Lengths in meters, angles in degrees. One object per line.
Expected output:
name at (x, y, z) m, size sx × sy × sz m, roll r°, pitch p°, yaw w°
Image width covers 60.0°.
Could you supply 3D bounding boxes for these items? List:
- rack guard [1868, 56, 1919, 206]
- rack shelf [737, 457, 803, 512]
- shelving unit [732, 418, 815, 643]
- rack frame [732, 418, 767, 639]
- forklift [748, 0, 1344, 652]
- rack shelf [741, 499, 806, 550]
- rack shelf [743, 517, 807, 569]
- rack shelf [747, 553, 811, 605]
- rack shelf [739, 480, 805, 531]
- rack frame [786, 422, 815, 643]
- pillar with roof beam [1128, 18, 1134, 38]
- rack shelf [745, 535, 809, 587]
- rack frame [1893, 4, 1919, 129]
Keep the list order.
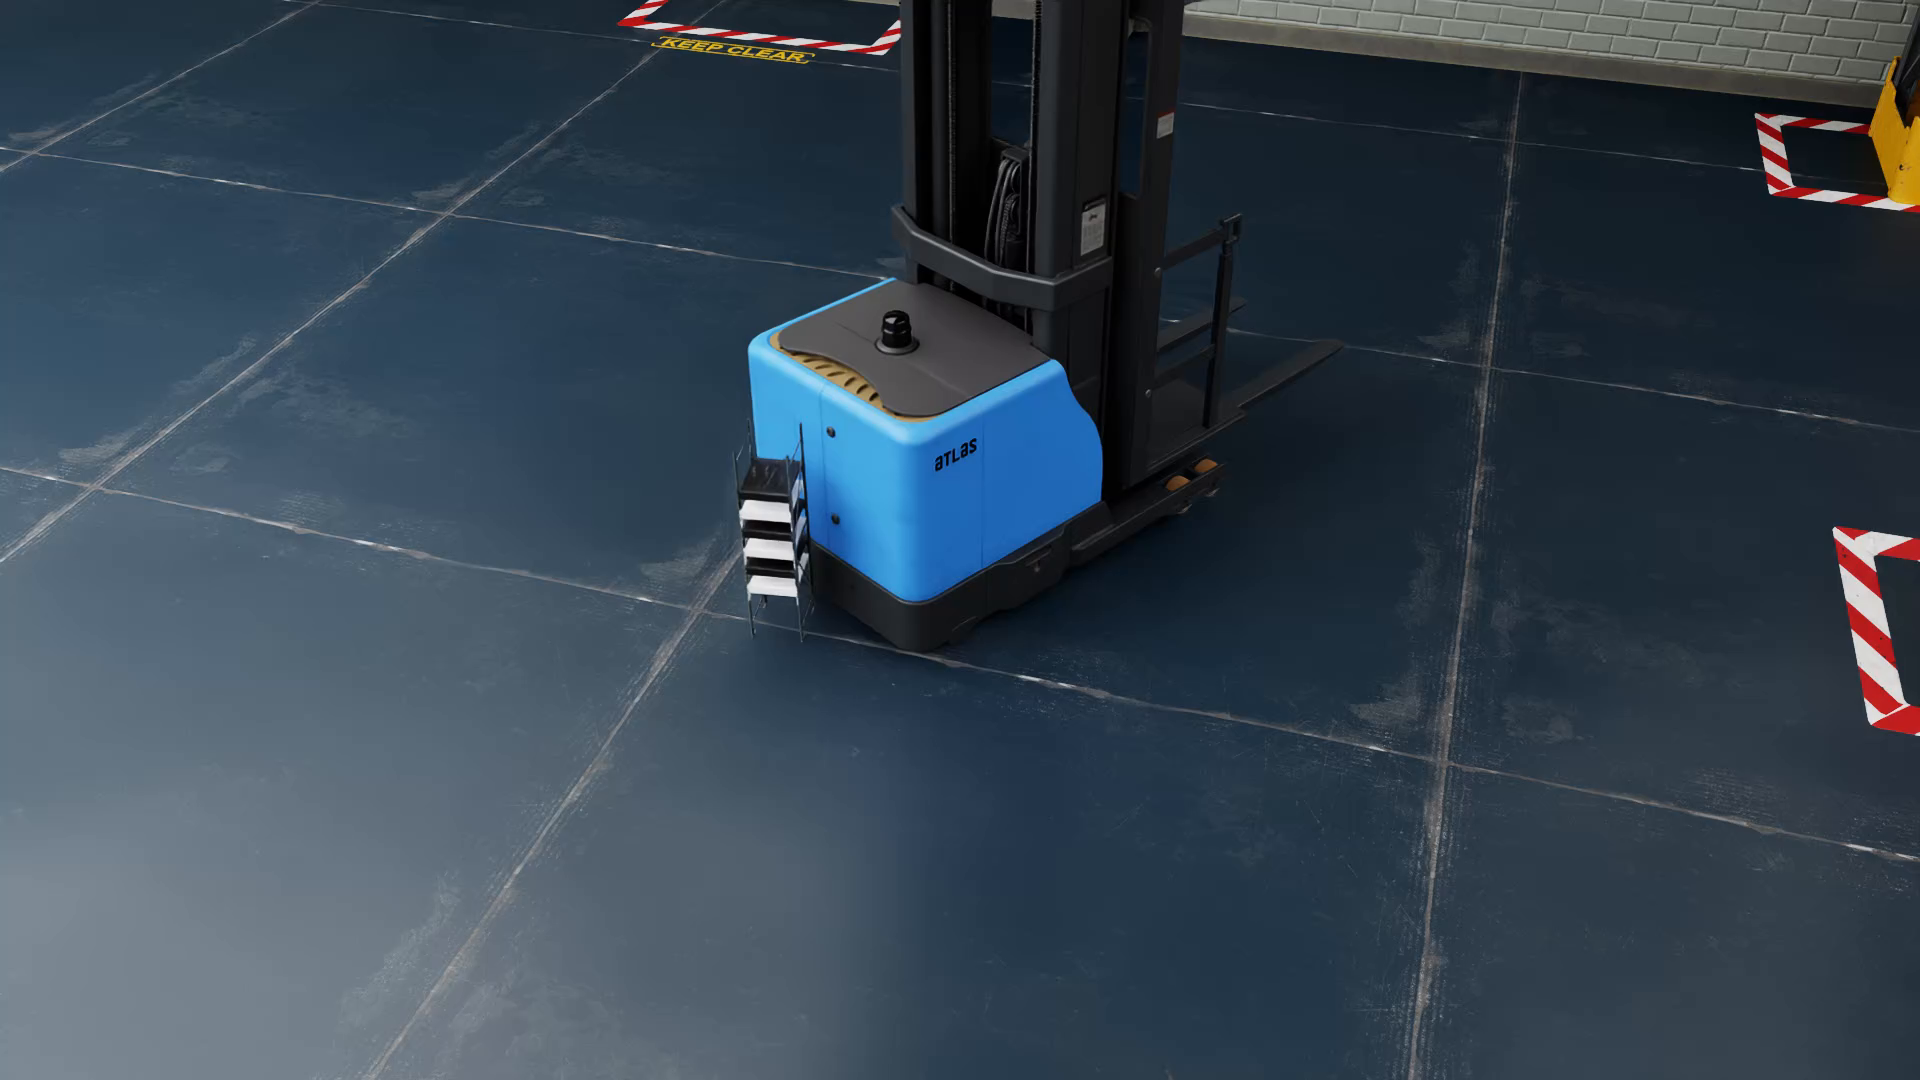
rack guard at (5.943, -2.536, 10.274) m, size 0.348 × 0.500 × 1.175 m, roll 10°, pitch 38°, yaw 14°
rack shelf at (-0.723, -0.217, 6.384) m, size 0.200 × 0.077 × 0.258 m, roll 5°, pitch 37°, yaw 7°
shelving unit at (-0.722, -0.026, 6.525) m, size 0.210 × 0.900 × 0.258 m, roll 5°, pitch 37°, yaw 7°
rack frame at (-0.822, -0.035, 6.537) m, size 0.006 × 0.900 × 0.240 m, roll 5°, pitch 37°, yaw 7°
forklift at (0.566, -1.499, 6.814) m, size 3.031 × 2.935 × 1.130 m, roll -29°, pitch 45°, yaw -34°
rack shelf at (-0.722, -0.072, 6.491) m, size 0.200 × 0.077 × 0.258 m, roll 5°, pitch 37°, yaw 7°
rack shelf at (-0.721, 0.001, 6.545) m, size 0.200 × 0.077 × 0.258 m, roll 5°, pitch 37°, yaw 7°
rack shelf at (-0.720, 0.145, 6.652) m, size 0.200 × 0.077 × 0.258 m, roll 5°, pitch 37°, yaw 7°
rack shelf at (-0.723, -0.144, 6.438) m, size 0.200 × 0.077 × 0.258 m, roll 5°, pitch 37°, yaw 7°
rack frame at (-0.621, -0.018, 6.512) m, size 0.006 × 0.900 × 0.240 m, roll 5°, pitch 37°, yaw 7°
pillar with roof beam at (-0.215, -4.963, 6.401) m, size 0.400 × 9.000 × 9.100 m, roll 10°, pitch 38°, yaw 14°
rack shelf at (-0.721, 0.073, 6.598) m, size 0.200 × 0.077 × 0.258 m, roll 5°, pitch 37°, yaw 7°
rack frame at (5.870, -3.556, 9.551) m, size 0.127 × 3.000 × 1.000 m, roll 10°, pitch 38°, yaw 14°
